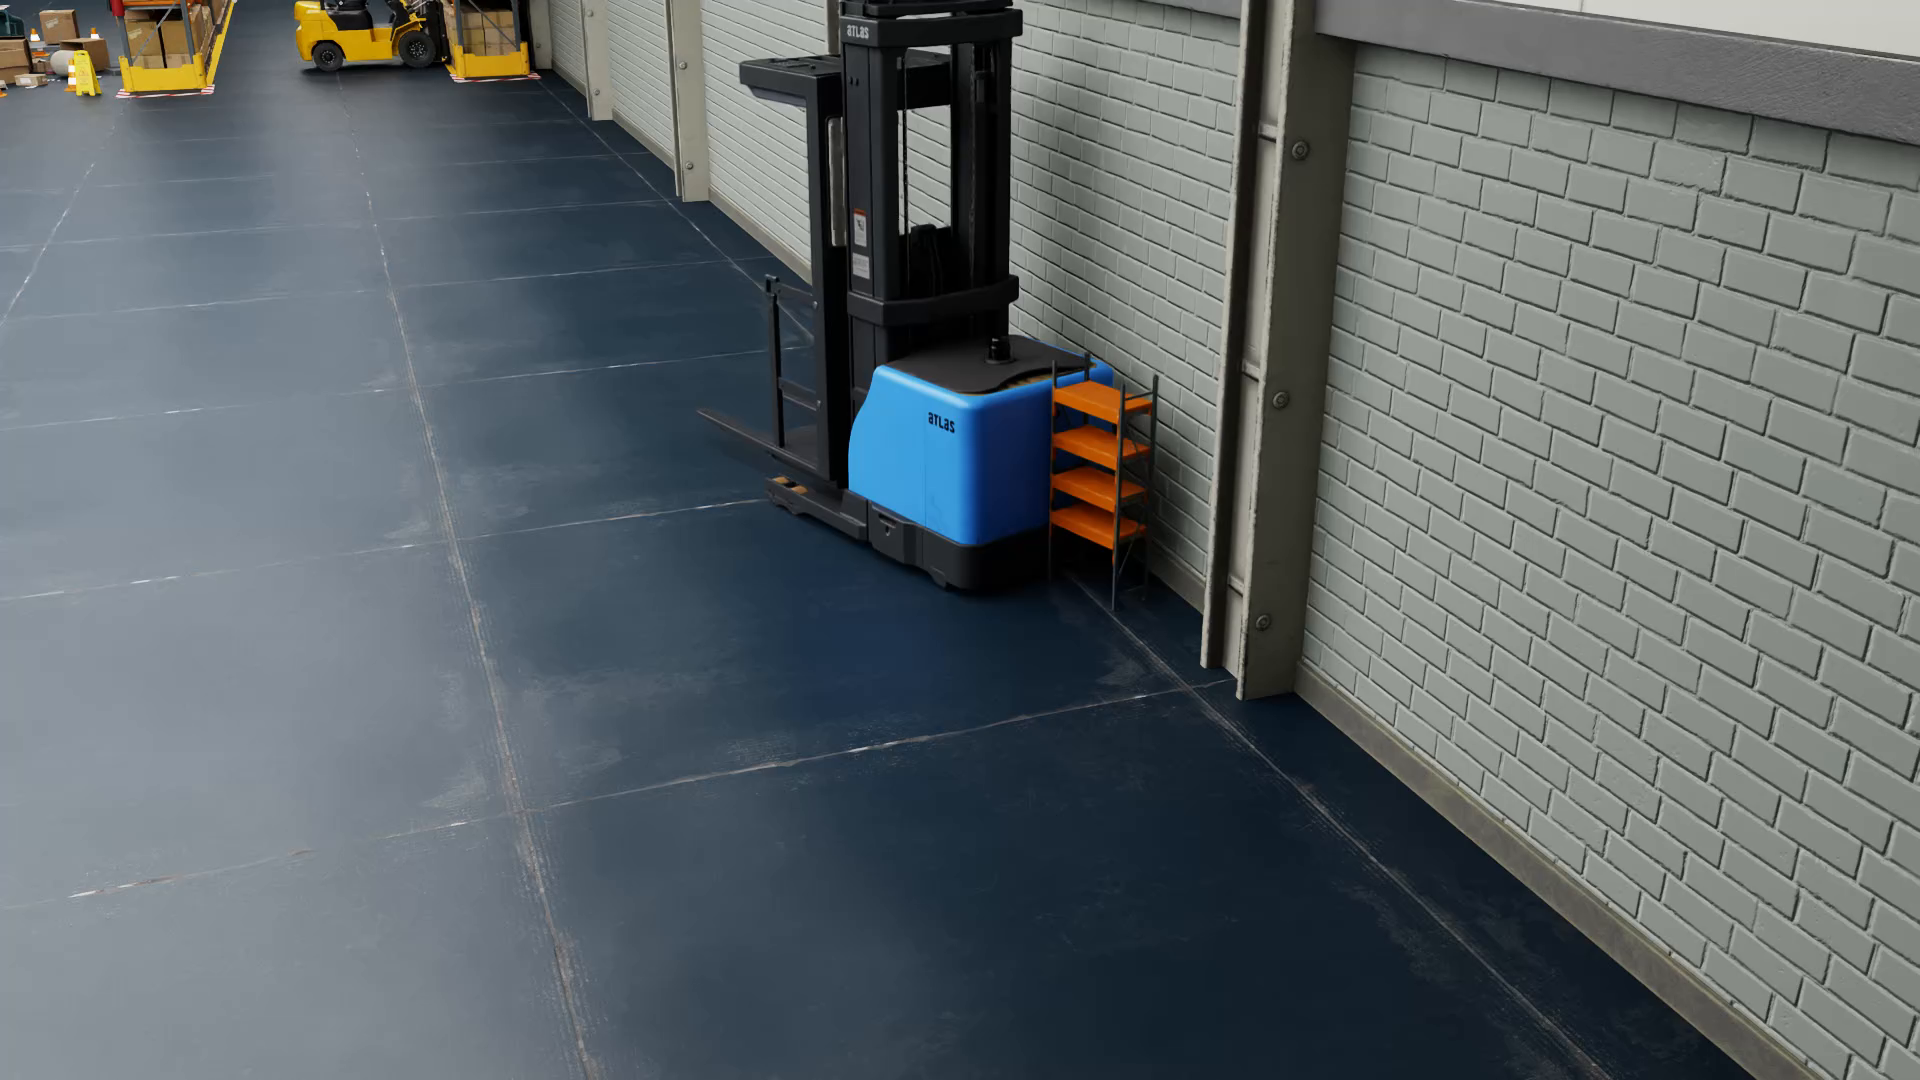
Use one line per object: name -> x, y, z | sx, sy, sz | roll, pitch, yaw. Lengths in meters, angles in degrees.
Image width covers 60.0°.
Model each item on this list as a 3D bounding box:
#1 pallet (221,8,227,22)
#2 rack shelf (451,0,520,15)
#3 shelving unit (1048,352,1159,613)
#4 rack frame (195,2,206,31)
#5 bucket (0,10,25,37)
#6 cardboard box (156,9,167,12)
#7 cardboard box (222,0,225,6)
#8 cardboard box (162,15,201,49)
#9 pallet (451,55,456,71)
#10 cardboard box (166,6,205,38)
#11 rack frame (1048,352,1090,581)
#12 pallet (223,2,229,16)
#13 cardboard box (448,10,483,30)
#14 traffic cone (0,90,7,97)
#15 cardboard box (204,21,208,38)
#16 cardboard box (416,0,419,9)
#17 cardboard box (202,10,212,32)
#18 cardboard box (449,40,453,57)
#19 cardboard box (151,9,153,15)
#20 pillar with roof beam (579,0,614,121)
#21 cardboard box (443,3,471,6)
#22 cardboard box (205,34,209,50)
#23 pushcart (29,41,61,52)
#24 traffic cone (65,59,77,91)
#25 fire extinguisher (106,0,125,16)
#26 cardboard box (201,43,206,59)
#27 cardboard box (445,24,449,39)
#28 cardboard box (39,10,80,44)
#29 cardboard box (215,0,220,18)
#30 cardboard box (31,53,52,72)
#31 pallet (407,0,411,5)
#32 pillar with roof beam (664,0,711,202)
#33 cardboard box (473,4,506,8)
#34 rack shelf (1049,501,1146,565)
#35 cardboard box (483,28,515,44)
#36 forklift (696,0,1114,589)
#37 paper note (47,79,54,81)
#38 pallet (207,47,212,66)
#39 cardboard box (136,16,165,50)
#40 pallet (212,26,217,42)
pallet -> -16.267, -11.214, 35.584 | 1.003, 0.211, 1.213 | -8, 24, -19
rack shelf -> -8.435, -9.486, 28.821 | 1.077, 0.370, 4.000 | -8, 24, -19
shelving unit -> 0.711, -0.292, 8.399 | 0.258, 1.200, 0.503 | -17, 28, -35
rack frame -> -13.784, -9.862, 28.787 | 1.000, 3.000, 0.127 | -8, 24, -19
bucket -> -16.174, -8.605, 28.062 | 0.726, 0.611, 0.620 | 0, 13, -1
cardboard box -> -13.628, -8.690, 28.039 | 0.500, 0.500, 0.500 | -7, 24, -17
cardboard box -> -16.731, -12.025, 36.675 | 0.875, 0.438, 0.875 | -9, 24, -20
cardboard box -> -12.594, -8.210, 26.900 | 0.500, 0.500, 0.500 | -9, 25, -21
pallet -> -8.037, -8.078, 28.144 | 1.003, 0.211, 1.213 | -8, 24, -19
cardboard box -> -13.142, -8.771, 28.233 | 0.500, 0.500, 0.500 | -8, 24, -18
rack frame -> 0.559, -0.366, 8.574 | 0.240, 1.200, 0.015 | -17, 28, -35
pallet -> -16.805, -11.771, 36.906 | 1.003, 0.211, 1.213 | -8, 24, -19
cardboard box -> -8.183, -8.603, 27.511 | 0.500, 0.250, 0.500 | -8, 24, -17
traffic cone -> -14.648, -6.943, 25.127 | 0.336, 0.463, 0.334 | -8, 24, -19
cardboard box -> -13.971, -9.035, 29.667 | 0.950, 0.372, 0.625 | -8, 24, -18
cardboard box -> -11.460, -11.723, 35.879 | 0.500, 0.500, 0.500 | -9, 25, -21
cardboard box -> -14.738, -9.824, 31.540 | 0.950, 0.372, 0.625 | -9, 24, -20
cardboard box -> -8.357, -8.327, 28.144 | 0.500, 0.250, 0.500 | -8, 24, -19
cardboard box -> -13.267, -8.547, 26.865 | 0.380, 0.149, 0.250 | -7, 24, -17
pillar with roof beam -> -9.039, -9.461, 20.112 | 9.100, 9.000, 0.400 | -8, 24, -19
cardboard box -> -8.728, -9.155, 28.820 | 0.500, 0.250, 0.500 | -9, 24, -20
cardboard box -> -13.323, -8.611, 28.817 | 0.500, 0.250, 0.500 | -7, 24, -17
pushcart -> -15.899, -8.323, 28.511 | 1.648, 0.377, 0.936 | -18, 29, -37
traffic cone -> -13.729, -7.219, 25.782 | 0.336, 0.463, 0.334 | -8, 24, -19
fire extinguisher -> -12.761, -8.268, 25.105 | 0.296, 0.674, 0.183 | -8, 24, -19
cardboard box -> -12.775, -8.049, 27.485 | 0.500, 0.250, 0.500 | -7, 24, -15
cardboard box -> -8.562, -8.750, 28.505 | 0.500, 0.250, 0.500 | -9, 24, -20
cardboard box -> -15.438, -8.804, 28.520 | 0.500, 0.500, 0.500 | -8, 24, -19
cardboard box -> -15.674, -11.117, 33.959 | 0.875, 0.875, 0.875 | -8, 24, -18
cardboard box -> -15.504, -8.012, 27.917 | 0.396, 0.266, 0.258 | 12, 26, 27
pallet -> -12.209, -12.416, 38.436 | 1.003, 0.211, 1.213 | -8, 24, -19
pillar with roof beam -> -6.919, -7.281, 14.939 | 9.100, 9.000, 0.400 | -8, 24, -19
cardboard box -> -8.067, -9.043, 28.556 | 0.500, 0.250, 0.500 | -9, 24, -19
rack shelf -> 0.711, -0.047, 8.502 | 0.258, 0.148, 0.480 | -17, 28, -35
cardboard box -> -7.700, -8.447, 27.786 | 0.500, 0.250, 0.500 | -8, 24, -18
forklift -> -0.492, -1.602, 9.276 | 1.130, 2.935, 3.031 | -17, 28, -35
paper note -> -14.726, -7.435, 26.865 | 0.148, 0.019, 0.142 | 0, 23, -1
pallet -> -13.513, -8.338, 28.761 | 1.003, 0.211, 1.213 | -8, 24, -19
cardboard box -> -13.085, -8.125, 26.700 | 0.500, 0.500, 0.500 | -7, 24, -17
pallet -> -14.922, -9.746, 32.102 | 1.003, 0.211, 1.213 | -8, 24, -19
